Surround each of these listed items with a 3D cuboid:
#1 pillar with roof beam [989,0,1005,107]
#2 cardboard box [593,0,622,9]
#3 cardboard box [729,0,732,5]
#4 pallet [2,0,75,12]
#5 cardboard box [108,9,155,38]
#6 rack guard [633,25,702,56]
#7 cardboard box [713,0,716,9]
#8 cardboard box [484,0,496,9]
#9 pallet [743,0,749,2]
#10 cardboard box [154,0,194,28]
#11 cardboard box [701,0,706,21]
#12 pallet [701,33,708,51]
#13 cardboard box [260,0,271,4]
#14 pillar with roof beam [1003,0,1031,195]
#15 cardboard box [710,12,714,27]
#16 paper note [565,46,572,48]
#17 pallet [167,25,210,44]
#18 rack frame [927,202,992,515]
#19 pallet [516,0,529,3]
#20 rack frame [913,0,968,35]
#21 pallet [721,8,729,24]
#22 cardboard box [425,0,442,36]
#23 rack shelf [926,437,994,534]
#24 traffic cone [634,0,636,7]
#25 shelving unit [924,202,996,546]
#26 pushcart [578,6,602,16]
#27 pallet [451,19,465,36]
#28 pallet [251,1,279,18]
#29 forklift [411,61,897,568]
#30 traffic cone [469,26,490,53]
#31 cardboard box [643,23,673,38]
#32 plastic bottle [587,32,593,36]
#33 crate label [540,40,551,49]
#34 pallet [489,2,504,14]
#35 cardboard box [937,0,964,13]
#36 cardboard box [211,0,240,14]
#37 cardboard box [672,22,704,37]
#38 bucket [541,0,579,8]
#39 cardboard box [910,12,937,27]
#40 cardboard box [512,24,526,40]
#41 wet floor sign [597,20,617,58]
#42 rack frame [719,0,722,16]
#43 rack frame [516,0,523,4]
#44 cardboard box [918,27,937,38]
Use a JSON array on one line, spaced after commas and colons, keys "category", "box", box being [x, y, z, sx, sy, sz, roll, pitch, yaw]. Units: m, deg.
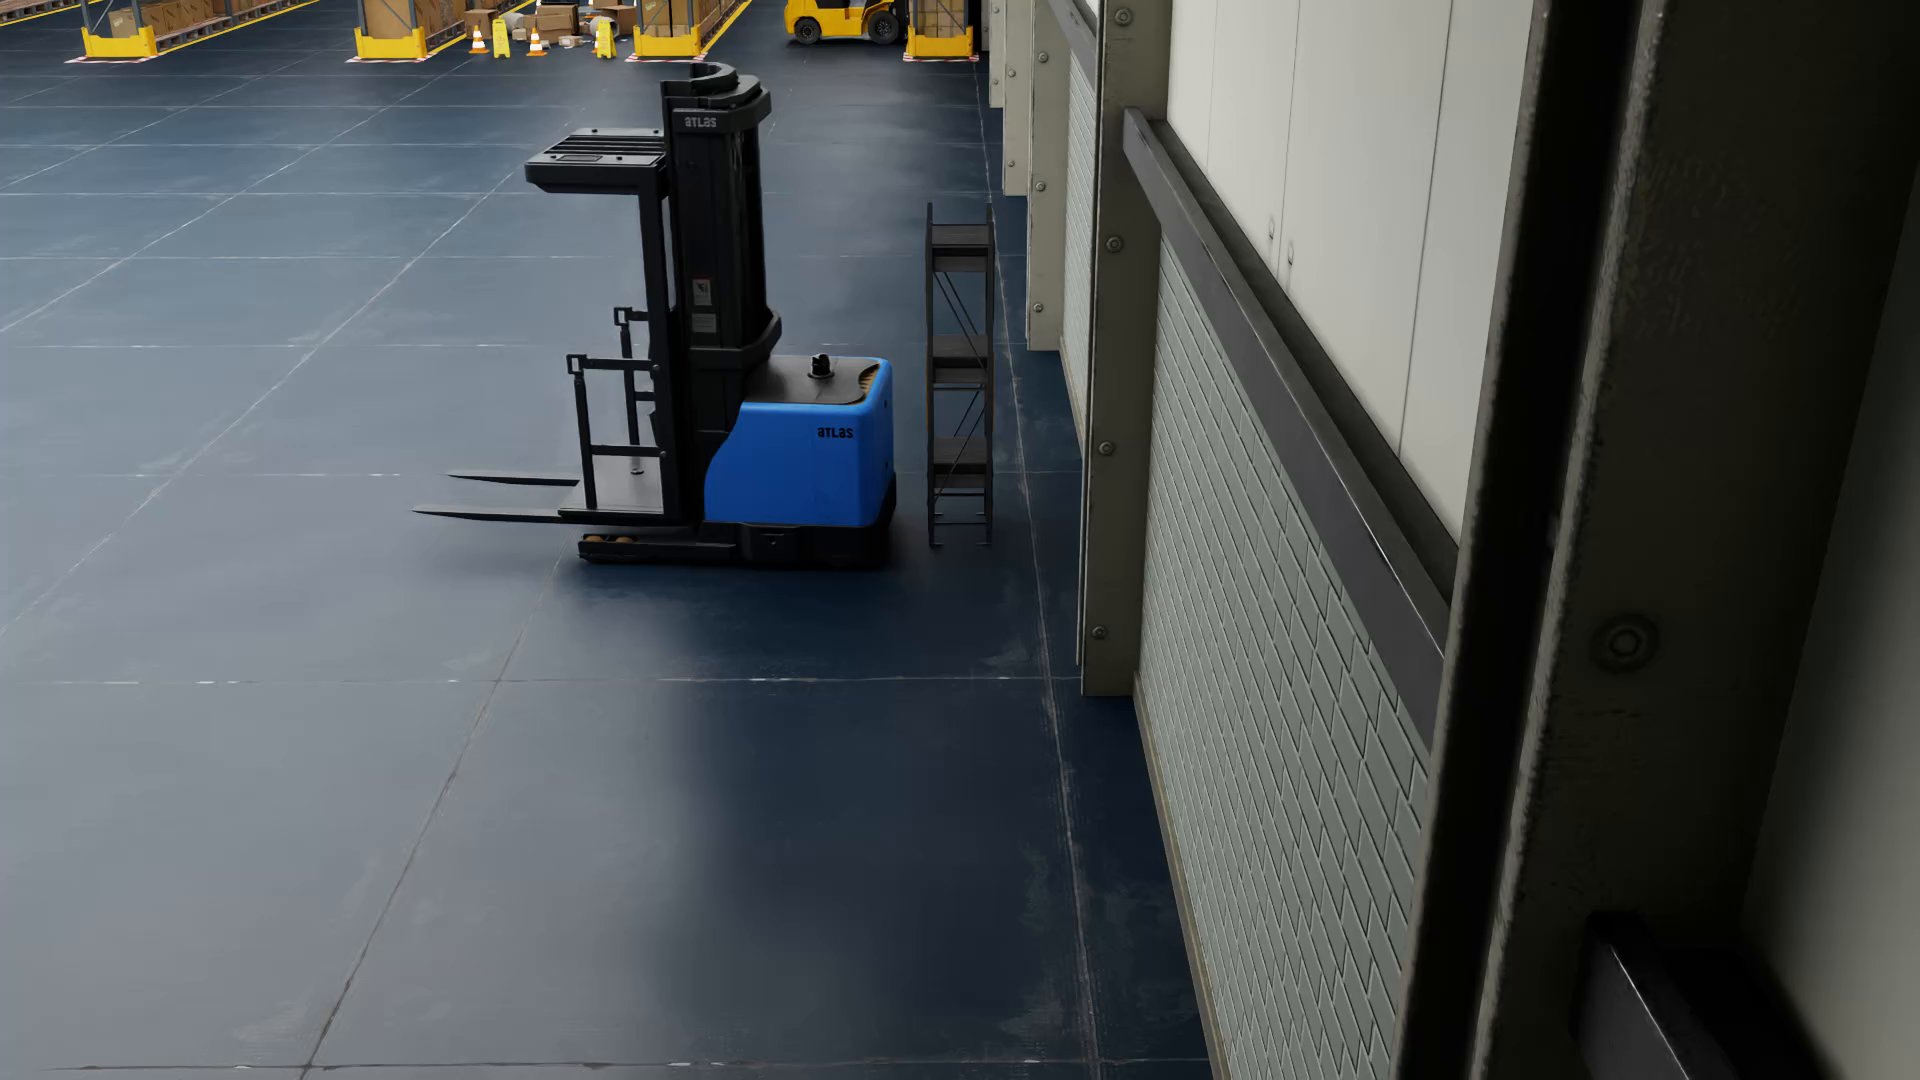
[{"category": "pillar with roof beam", "box": [-3.696, -10.747, 23.591, 9.100, 9.000, 0.400, 0, 24, -1]}, {"category": "cardboard box", "box": [-7.137, -11.024, 33.599, 0.500, 0.500, 0.500, 0, 24, -1]}, {"category": "cardboard box", "box": [-5.386, -11.631, 35.507, 0.950, 0.372, 0.625, 1, 24, 1]}, {"category": "pallet", "box": [-20.294, -11.830, 36.650, 1.003, 0.211, 1.213, 0, 24, -1]}, {"category": "cardboard box", "box": [-15.214, -9.455, 30.540, 0.500, 0.500, 0.500, 4, 25, 9]}, {"category": "rack guard", "box": [-5.315, -9.083, 30.225, 1.175, 0.500, 0.348, 0, 24, -1]}, {"category": "cardboard box", "box": [-5.076, -10.666, 32.611, 0.500, 0.500, 0.500, 0, 24, 0]}, {"category": "cardboard box", "box": [-10.410, -11.594, 34.965, 1.050, 0.750, 0.750, 0, 24, -1]}, {"category": "pallet", "box": [-5.335, -12.541, 38.223, 1.003, 0.211, 1.213, 0, 24, -1]}, {"category": "cardboard box", "box": [-15.204, -10.190, 32.164, 0.500, 0.500, 0.500, -2, 24, -5]}, {"category": "cardboard box", "box": [-5.057, -10.029, 31.202, 0.500, 0.500, 0.500, -1, 24, -3]}, {"category": "pallet", "box": [-5.288, -9.286, 31.025, 1.003, 0.211, 1.213, 0, 24, -1]}, {"category": "cardboard box", "box": [-15.252, -11.766, 35.624, 0.700, 0.500, 0.500, 2, 24, 4]}, {"category": "pillar with roof beam", "box": [-3.631, -8.274, 18.125, 9.100, 9.000, 0.400, 0, 24, -1]}, {"category": "cardboard box", "box": [-5.066, -10.106, 32.281, 0.500, 0.250, 0.500, 0, 24, 0]}, {"category": "paper note", "box": [-7.315, -9.218, 31.094, 0.148, 0.019, 0.142, -9, 26, -19]}, {"category": "pallet", "box": [-15.208, -9.743, 32.036, 1.003, 0.211, 1.213, 0, 24, -1]}, {"category": "rack frame", "box": [-0.004, -1.125, 10.690, 0.400, 2.100, 0.015, 0, 24, -1]}, {"category": "pallet", "box": [-10.357, -12.474, 38.075, 1.003, 0.211, 1.213, 0, 24, -1]}, {"category": "rack frame", "box": [-0.351, -10.214, 29.694, 1.000, 3.000, 0.127, 0, 24, -1]}, {"category": "pallet", "box": [-5.368, -10.889, 34.569, 1.003, 0.211, 1.213, 0, 24, -1]}, {"category": "cardboard box", "box": [-10.348, -9.991, 31.270, 0.875, 0.875, 0.875, -1, 24, -1]}, {"category": "rack shelf", "box": [-0.002, -0.375, 10.762, 0.431, 0.518, 0.480, 0, 24, -1]}, {"category": "traffic cone", "box": [-6.771, -11.187, 34.924, 0.336, 0.463, 0.334, 0, 24, -1]}, {"category": "shelving unit", "box": [-0.002, -1.025, 10.468, 0.431, 2.100, 0.503, 0, 24, -1]}, {"category": "pushcart", "box": [-7.637, -10.613, 33.757, 1.648, 0.377, 0.936, -9, 26, -19]}, {"category": "pallet", "box": [-10.376, -10.190, 33.025, 1.003, 0.211, 1.213, 0, 24, -1]}, {"category": "pallet", "box": [-15.293, -11.348, 35.585, 1.003, 0.211, 1.213, 0, 24, -1]}, {"category": "forklift", "box": [-1.973, -1.399, 10.287, 3.031, 2.935, 1.130, 2, 24, 5]}, {"category": "traffic cone", "box": [-8.849, -9.196, 30.520, 0.336, 0.463, 0.334, 0, 24, -1]}, {"category": "cardboard box", "box": [-5.592, -9.470, 30.877, 0.500, 0.250, 0.500, 0, 24, -1]}, {"category": "plastic bottle", "box": [-7.219, -9.959, 32.696, 0.133, 0.061, 0.283, 4, 25, 9]}, {"category": "crate label", "box": [-7.786, -9.236, 31.005, 0.250, 0.136, 0.298, -14, 28, -28]}, {"category": "pallet", "box": [-10.406, -11.326, 35.535, 1.003, 0.211, 1.213, 0, 24, -1]}, {"category": "cardboard box", "box": [-0.167, -9.807, 30.407, 0.500, 0.250, 0.500, -1, 24, -1]}, {"category": "cardboard box", "box": [-15.252, -11.109, 34.171, 0.700, 0.500, 0.500, -2, 24, -5]}, {"category": "cardboard box", "box": [-5.046, -9.462, 30.859, 0.500, 0.250, 0.500, 0, 24, -1]}, {"category": "bucket", "box": [-7.999, -10.930, 33.404, 0.726, 0.611, 0.620, 8, 16, 18]}, {"category": "cardboard box", "box": [-0.669, -9.579, 30.511, 0.500, 0.250, 0.500, -1, 24, -1]}, {"category": "cardboard box", "box": [-8.446, -9.829, 32.160, 0.396, 0.266, 0.258, 4, 25, 9]}, {"category": "wet floor sign", "box": [-6.382, -9.034, 29.942, 0.267, 0.644, 0.232, 8, 26, 18]}, {"category": "rack frame", "box": [-5.358, -11.838, 33.285, 1.000, 3.000, 0.127, 0, 24, -1]}, {"category": "rack frame", "box": [-10.350, -13.423, 36.788, 1.000, 3.000, 0.127, 0, 24, -1]}, {"category": "cardboard box", "box": [-0.672, -9.345, 30.599, 0.500, 0.250, 0.500, 0, 24, 0]}]
